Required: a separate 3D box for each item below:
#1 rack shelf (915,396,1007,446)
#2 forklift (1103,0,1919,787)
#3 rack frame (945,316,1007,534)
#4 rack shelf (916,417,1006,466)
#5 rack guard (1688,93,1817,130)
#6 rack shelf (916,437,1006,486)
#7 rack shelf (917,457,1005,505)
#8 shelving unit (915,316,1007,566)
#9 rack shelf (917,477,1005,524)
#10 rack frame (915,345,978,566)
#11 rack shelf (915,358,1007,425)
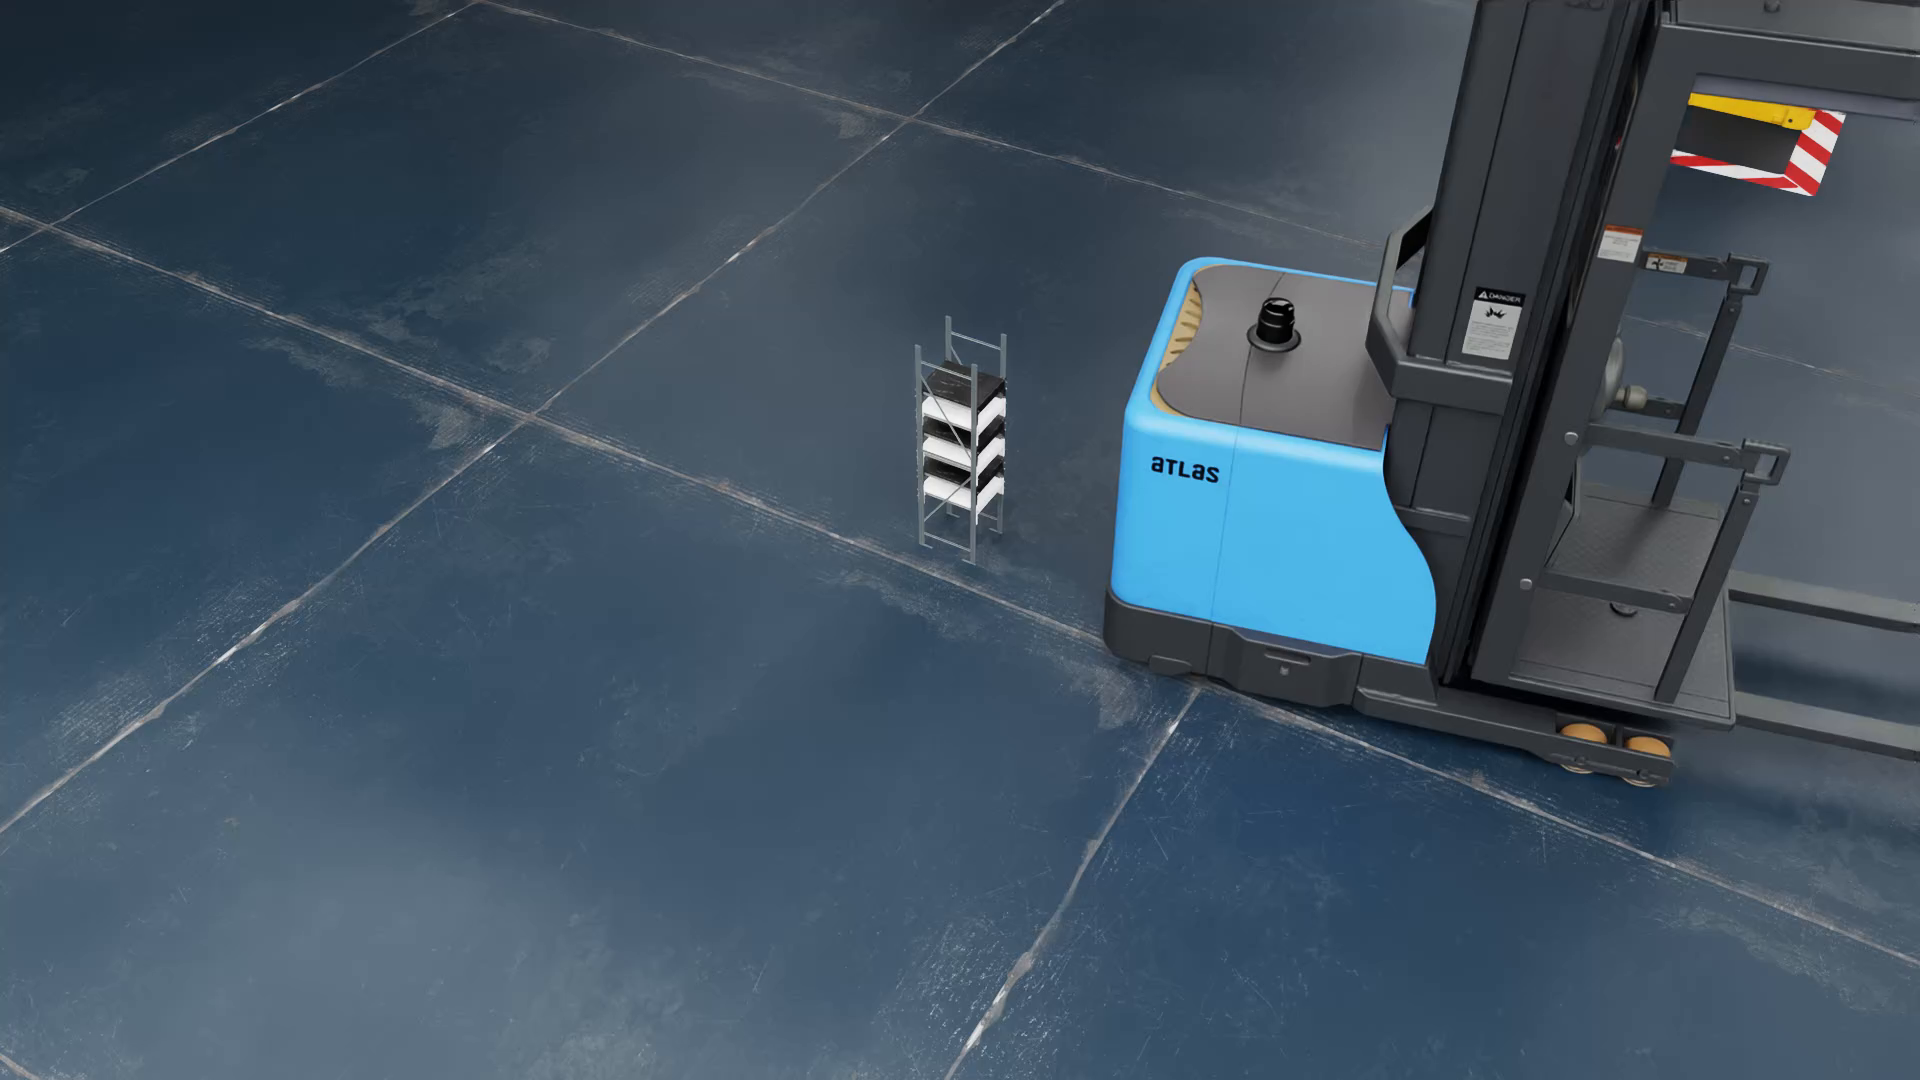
[{"bbox_3d":[0.004,-0.452,5.861,0.258,0.077,0.200,21,45,22],"label":"rack shelf"},{"bbox_3d":[2.070,-0.701,4.829,3.031,2.935,1.130,11,43,13],"label":"forklift"},{"bbox_3d":[0.055,-0.401,6.024,0.240,0.900,0.006,21,45,22],"label":"rack frame"},{"bbox_3d":[0.004,-0.385,5.920,0.258,0.077,0.200,21,45,22],"label":"rack shelf"},{"bbox_3d":[3.993,-2.603,8.827,1.175,0.500,0.348,21,45,22],"label":"rack guard"},{"bbox_3d":[0.004,-0.317,5.980,0.258,0.077,0.200,21,45,22],"label":"rack shelf"},{"bbox_3d":[0.004,-0.250,6.039,0.258,0.077,0.200,21,45,22],"label":"rack shelf"},{"bbox_3d":[0.004,-0.342,5.958,0.258,0.900,0.210,21,45,22],"label":"shelving unit"},{"bbox_3d":[0.004,-0.182,6.099,0.258,0.077,0.200,21,45,22],"label":"rack shelf"},{"bbox_3d":[-0.047,-0.284,5.892,0.240,0.900,0.006,21,45,22],"label":"rack frame"},{"bbox_3d":[0.004,-0.520,5.801,0.258,0.077,0.200,21,45,22],"label":"rack shelf"}]
